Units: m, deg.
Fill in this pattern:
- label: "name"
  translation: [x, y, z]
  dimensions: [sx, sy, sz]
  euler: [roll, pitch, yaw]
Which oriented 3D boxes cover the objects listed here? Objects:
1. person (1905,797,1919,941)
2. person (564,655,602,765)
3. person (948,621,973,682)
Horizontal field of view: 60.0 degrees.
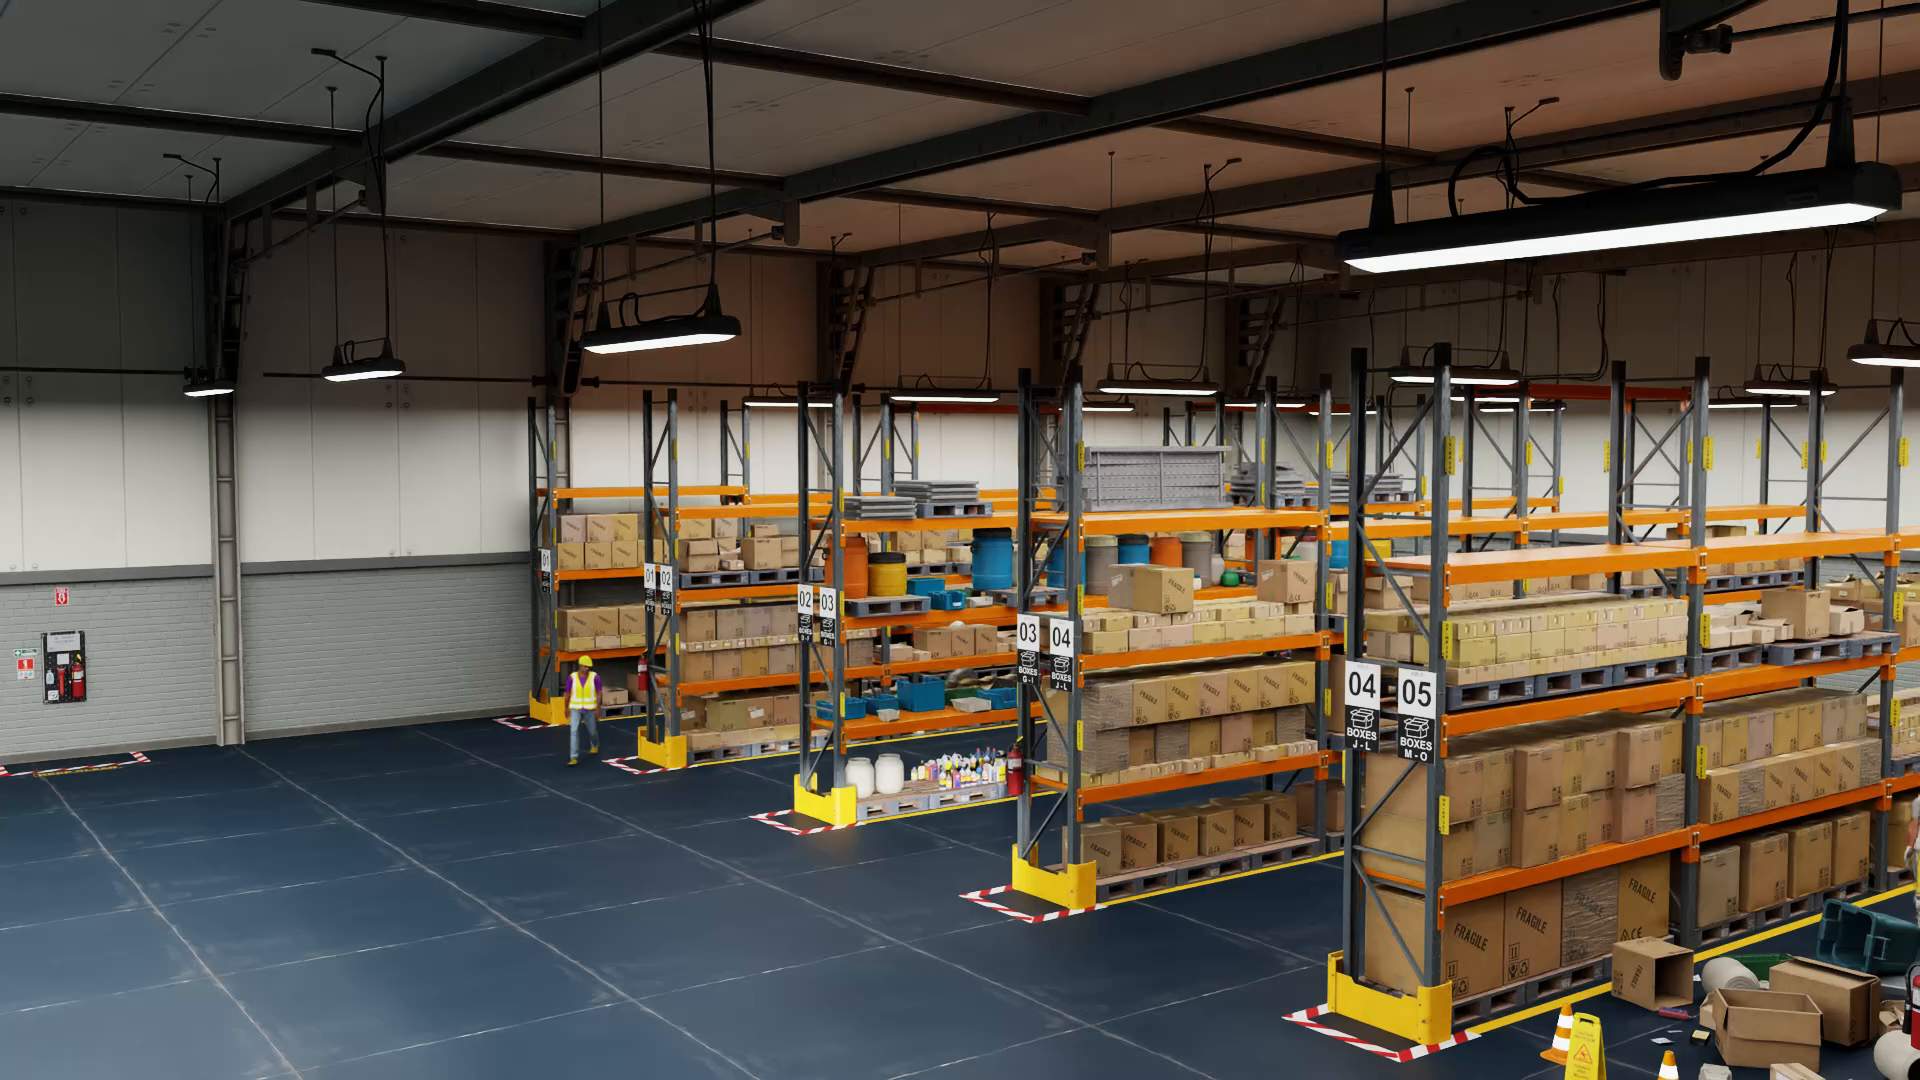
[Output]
- label: "person"
  translation: [10.123, 3.276, 17.216]
  dimensions: [0.640, 1.823, 0.492]
  euler: [-3, 4, -40]
- label: "person"
  translation: [-6.101, 2.722, 26.921]
  dimensions: [0.589, 1.717, 0.947]
  euler: [-1, 4, -18]
- label: "person"
  translation: [-0.020, 2.150, 33.877]
  dimensions: [0.597, 1.659, 0.592]
  euler: [-2, 4, -29]
